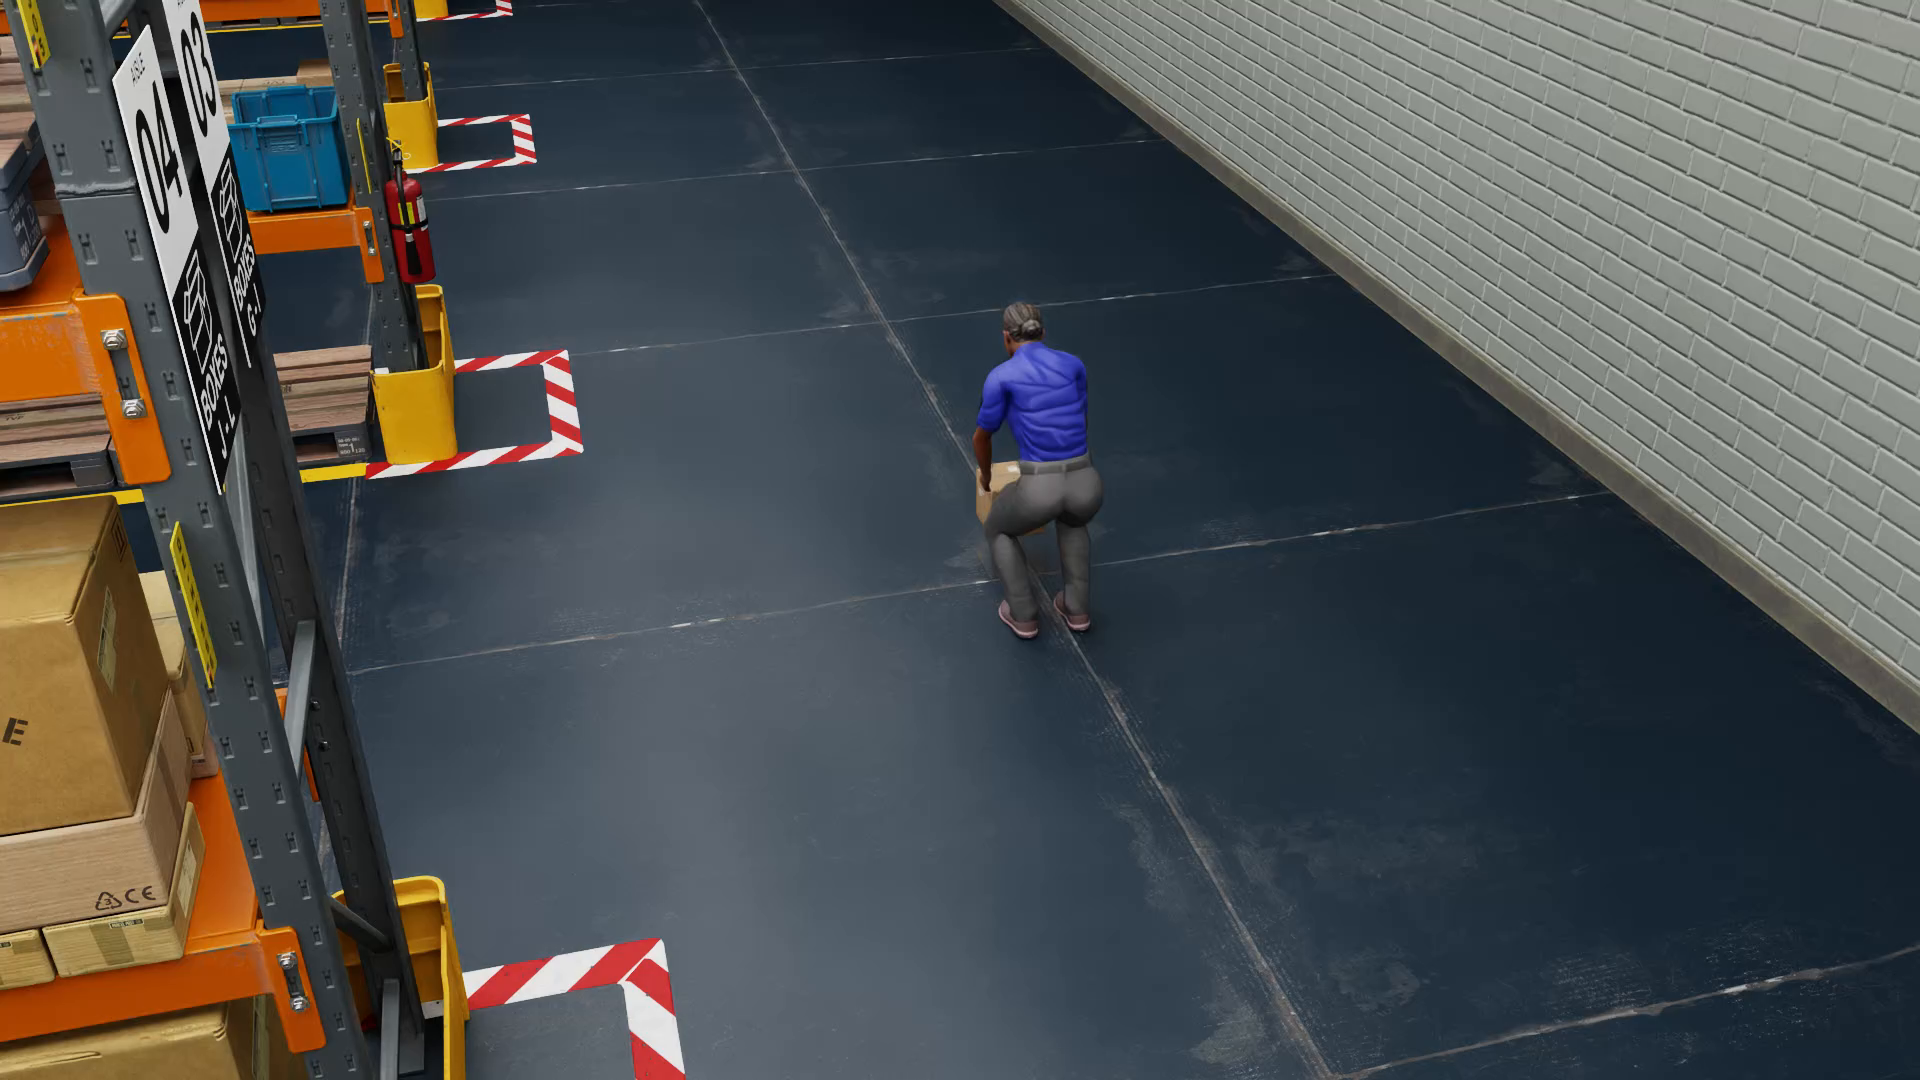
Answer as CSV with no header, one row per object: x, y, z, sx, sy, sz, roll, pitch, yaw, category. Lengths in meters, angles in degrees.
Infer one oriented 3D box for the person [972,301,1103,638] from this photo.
0.315,-0.258,6.876,0.496,1.364,0.635,-8,31,-13,person
